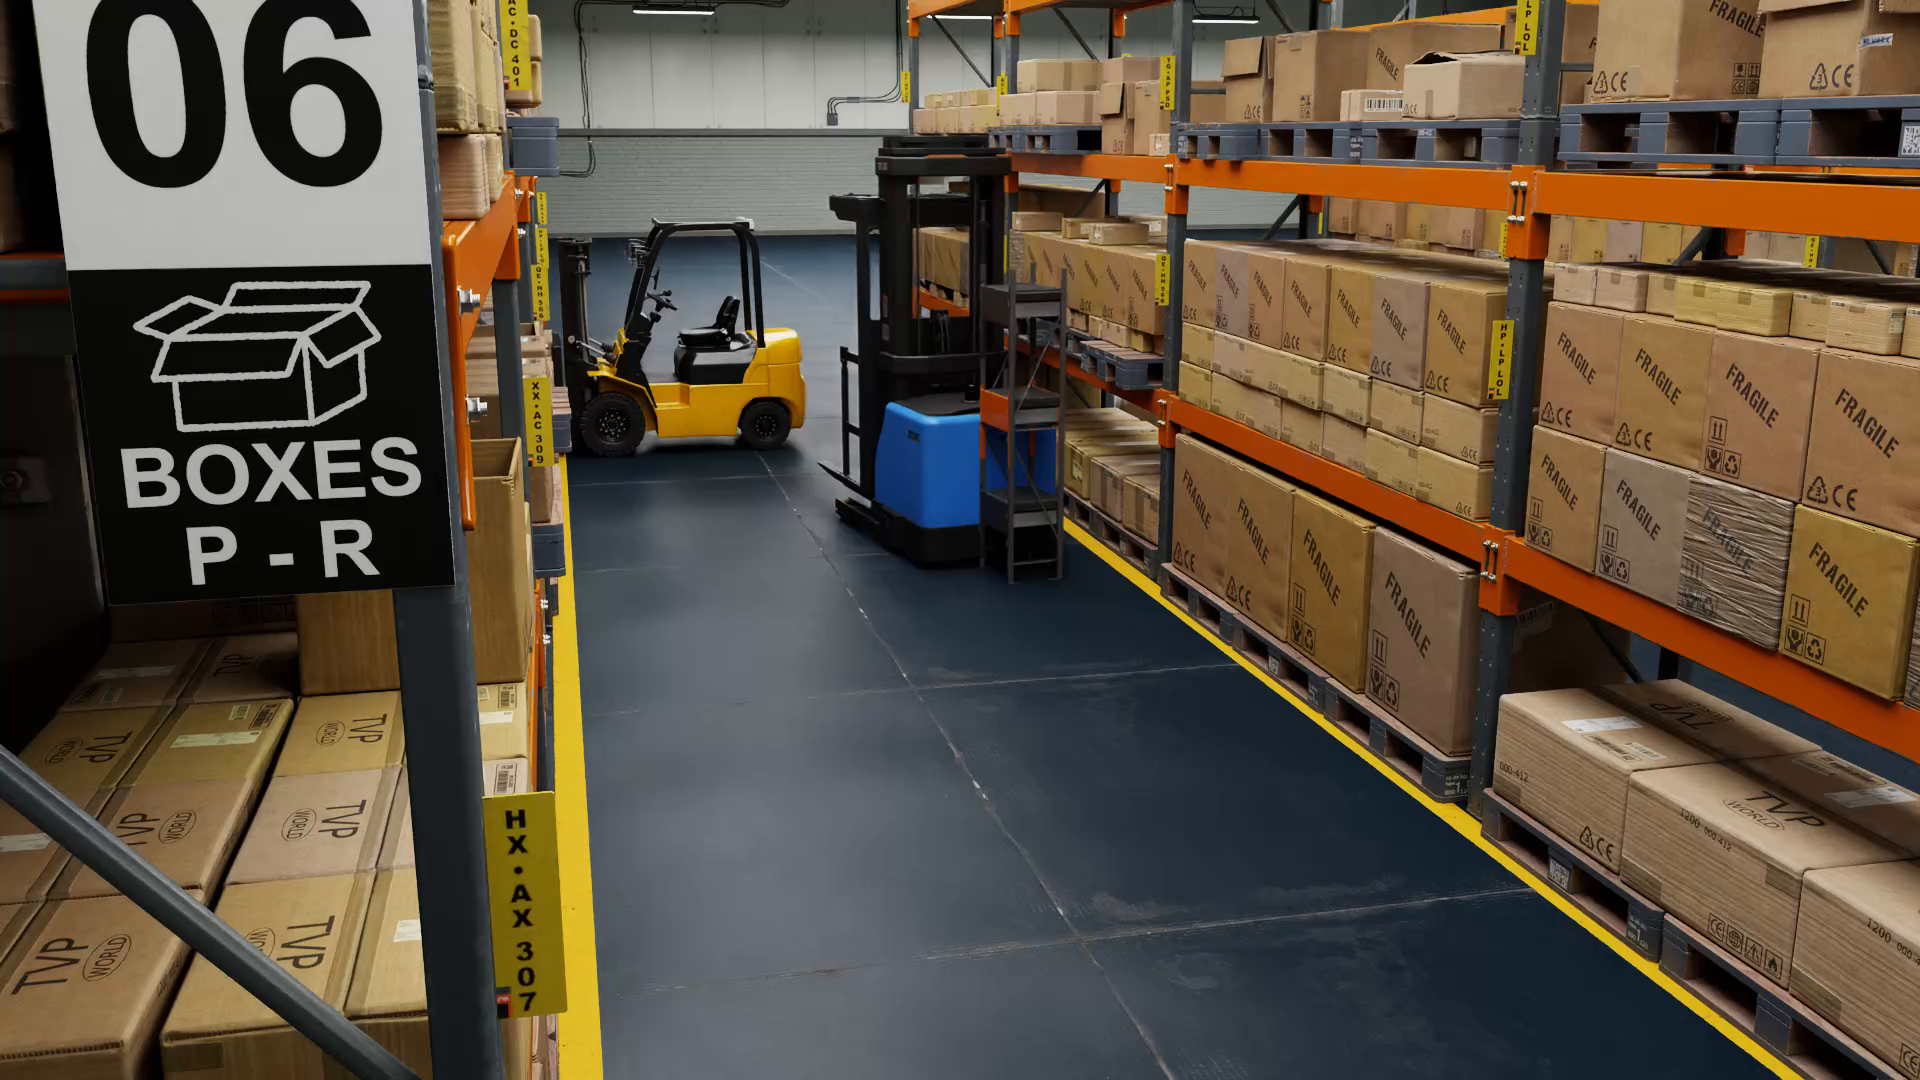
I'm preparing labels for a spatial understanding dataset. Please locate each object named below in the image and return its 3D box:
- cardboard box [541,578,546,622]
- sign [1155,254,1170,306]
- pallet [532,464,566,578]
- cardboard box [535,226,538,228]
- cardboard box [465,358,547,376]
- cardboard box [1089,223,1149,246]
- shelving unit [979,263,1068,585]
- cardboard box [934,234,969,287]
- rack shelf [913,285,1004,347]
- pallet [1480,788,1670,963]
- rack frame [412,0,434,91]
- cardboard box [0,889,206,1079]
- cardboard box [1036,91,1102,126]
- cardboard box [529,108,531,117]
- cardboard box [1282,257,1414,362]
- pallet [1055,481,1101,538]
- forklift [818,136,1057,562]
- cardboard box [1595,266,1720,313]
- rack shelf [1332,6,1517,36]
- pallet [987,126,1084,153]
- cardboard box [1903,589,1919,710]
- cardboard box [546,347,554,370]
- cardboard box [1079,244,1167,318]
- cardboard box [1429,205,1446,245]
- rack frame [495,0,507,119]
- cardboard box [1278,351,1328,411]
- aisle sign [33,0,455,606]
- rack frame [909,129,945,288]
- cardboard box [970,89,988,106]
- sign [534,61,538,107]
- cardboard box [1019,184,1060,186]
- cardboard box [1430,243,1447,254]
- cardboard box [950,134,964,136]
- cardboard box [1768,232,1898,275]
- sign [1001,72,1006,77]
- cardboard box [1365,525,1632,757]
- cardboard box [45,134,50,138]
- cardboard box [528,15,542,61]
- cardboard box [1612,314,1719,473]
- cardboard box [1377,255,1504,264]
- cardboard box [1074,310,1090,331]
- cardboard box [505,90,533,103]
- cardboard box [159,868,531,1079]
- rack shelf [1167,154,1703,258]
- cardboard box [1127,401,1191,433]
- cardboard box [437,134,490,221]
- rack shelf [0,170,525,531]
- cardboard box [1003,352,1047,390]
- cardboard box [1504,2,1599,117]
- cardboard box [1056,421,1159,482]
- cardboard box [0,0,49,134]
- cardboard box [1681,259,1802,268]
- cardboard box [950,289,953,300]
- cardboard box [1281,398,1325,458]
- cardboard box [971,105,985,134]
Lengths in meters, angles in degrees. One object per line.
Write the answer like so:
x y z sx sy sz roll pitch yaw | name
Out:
-2.689 0.198 9.679 0.500 0.500 0.500 -3 14 -12 | cardboard box
1.302 -1.667 10.658 0.100 0.325 0.005 -3 14 -13 | sign
-2.139 -0.072 6.808 1.003 0.211 1.213 -3 14 -13 | pallet
-4.190 -2.892 15.740 0.380 0.149 0.250 -3 14 -12 | cardboard box
-2.076 -0.471 6.941 0.700 0.500 0.500 -3 14 -13 | cardboard box
1.168 -2.249 12.225 0.380 0.149 0.250 -4 14 -16 | cardboard box
0.417 -0.787 11.224 0.431 2.100 0.503 -6 15 -22 | shelving unit
0.035 -2.853 16.946 0.500 0.500 0.500 -4 14 -14 | cardboard box
0.418 -2.210 16.669 1.077 0.370 4.000 -3 14 -13 | rack shelf
2.869 1.282 6.737 1.003 0.211 1.213 -3 14 -13 | pallet
-1.118 -1.967 1.516 1.000 3.000 0.127 -3 14 -13 | rack frame
-1.484 0.785 2.585 0.500 0.250 0.500 -3 14 -12 | cardboard box
0.895 -3.298 12.715 0.500 0.250 0.500 -3 14 -14 | cardboard box
-4.392 -4.171 15.555 0.700 0.500 0.500 -3 14 -13 | cardboard box
2.053 -1.232 8.831 0.500 0.500 0.500 -3 14 -12 | cardboard box
1.362 -0.282 13.137 1.003 0.211 1.213 -3 14 -13 | pallet
-0.331 -1.573 12.690 1.130 2.935 3.031 -6 15 -22 | forklift
2.664 -0.957 6.338 0.380 0.149 0.250 -3 14 -12 | cardboard box
5.206 -5.229 17.230 1.077 0.370 4.000 -3 14 -13 | rack shelf
0.929 -3.316 13.755 1.213 0.211 1.003 -3 14 -13 | pallet
3.102 0.290 4.708 0.500 0.500 0.500 -3 14 -12 | cardboard box
-4.099 -1.658 15.696 0.500 0.250 0.500 -4 14 -14 | cardboard box
1.198 -1.897 12.149 0.500 0.500 0.500 -4 14 -17 | cardboard box
5.387 -3.335 17.165 0.875 0.550 0.550 -3 14 -13 | cardboard box
-2.058 -2.890 5.294 1.000 3.000 0.127 -3 14 -13 | rack frame
2.037 -0.862 8.898 0.500 0.250 0.500 -3 14 -12 | cardboard box
-0.817 -0.316 1.923 0.394 0.787 0.004 -3 14 -13 | aisle sign
-0.052 -3.021 18.473 1.000 3.000 0.127 -3 14 -13 | rack frame
0.303 -4.055 15.233 0.380 0.149 0.250 -3 14 -12 | cardboard box
-2.469 -2.636 9.487 0.100 0.325 0.005 -3 14 -13 | sign
0.612 -3.365 16.936 0.700 0.500 0.500 -3 14 -14 | cardboard box
5.413 -2.812 17.299 0.875 0.550 0.550 -3 14 -13 | cardboard box
0.119 -3.905 16.300 0.380 0.149 0.250 -4 14 -15 | cardboard box
6.519 -2.113 12.439 0.700 0.500 0.500 -3 14 -13 | cardboard box
0.492 -4.935 18.119 0.100 0.325 0.005 -3 14 -13 | sign
2.543 0.437 7.911 0.875 0.875 0.875 -3 14 -11 | cardboard box
-1.623 -0.563 2.622 0.380 0.149 0.250 -3 14 -12 | cardboard box
-1.702 -1.801 5.964 0.380 0.149 0.250 -3 14 -12 | cardboard box
2.755 -0.547 6.028 0.500 0.500 0.500 -3 14 -14 | cardboard box
2.553 -1.255 8.927 0.500 0.500 0.500 -4 14 -14 | cardboard box
1.080 -1.673 12.599 0.380 0.149 0.250 -4 14 -15 | cardboard box
-1.741 -1.654 5.990 0.380 0.149 0.250 -3 14 -12 | cardboard box
-0.963 0.756 2.701 0.500 0.250 0.500 -3 14 -13 | cardboard box
2.297 -1.822 8.759 1.077 0.370 4.000 -3 14 -13 | rack shelf
1.958 -1.208 16.314 0.500 0.500 0.500 7 15 26 | cardboard box
-1.056 -0.656 3.003 0.380 0.149 0.250 -3 14 -12 | cardboard box
-1.588 -0.622 3.846 1.077 0.370 4.000 -3 14 -13 | rack shelf
0.488 -1.452 15.380 0.500 0.500 0.500 -3 14 -14 | cardboard box
2.841 -2.182 7.622 0.500 0.500 0.500 -4 14 -14 | cardboard box
1.185 -0.739 13.785 0.950 0.372 0.625 -2 14 -10 | cardboard box
-1.487 -0.669 2.213 0.500 0.250 0.500 -4 14 -14 | cardboard box
3.148 -1.049 6.716 0.380 0.149 0.250 -4 14 -14 | cardboard box
0.112 -2.509 16.908 0.380 0.149 0.250 -3 14 -11 | cardboard box
2.072 -0.623 8.974 0.500 0.250 0.500 -3 14 -13 | cardboard box
0.402 -3.830 15.154 0.500 0.250 0.500 -4 14 -14 | cardboard box
